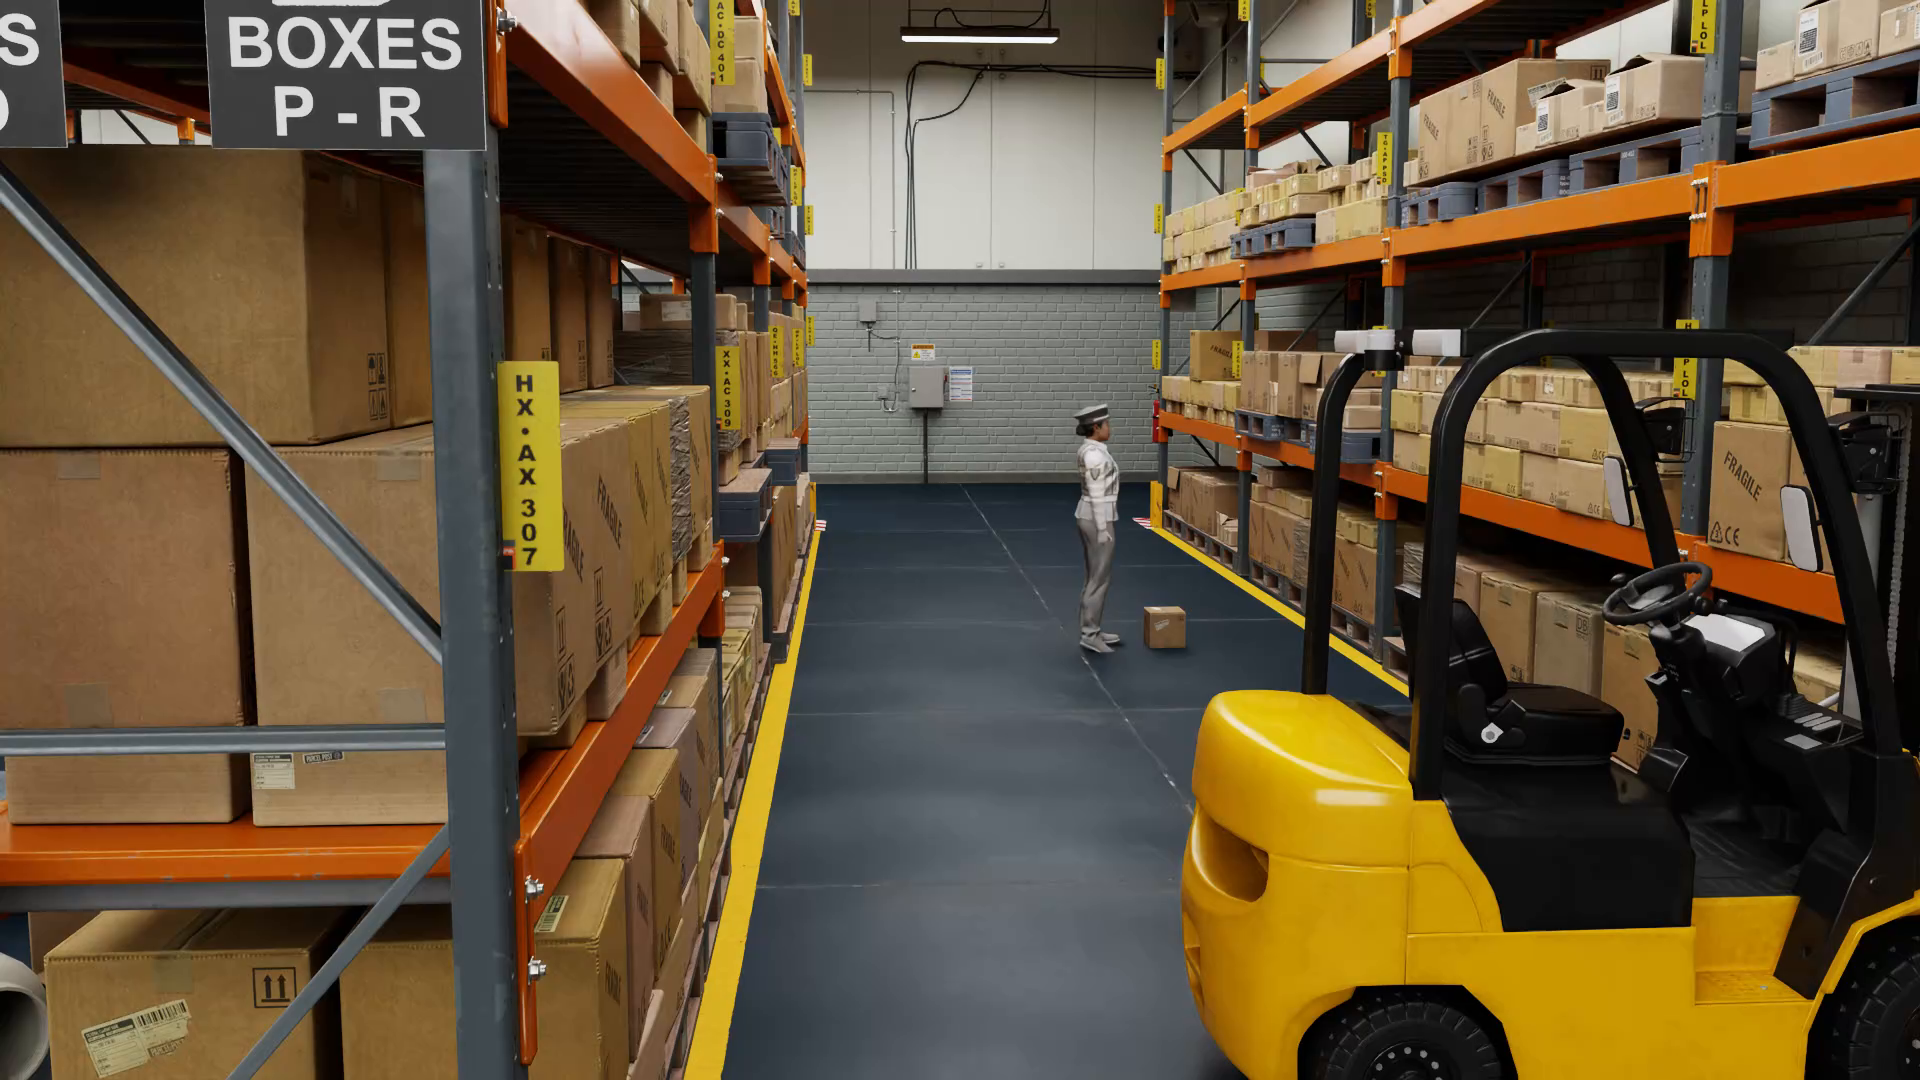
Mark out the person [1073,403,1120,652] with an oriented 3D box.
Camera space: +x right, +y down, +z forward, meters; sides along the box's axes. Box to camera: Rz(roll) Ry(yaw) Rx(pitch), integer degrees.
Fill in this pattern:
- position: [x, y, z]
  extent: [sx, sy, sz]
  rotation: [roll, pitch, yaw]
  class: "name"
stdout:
- position: [0.948, -0.078, 11.474]
  extent: [0.348, 1.732, 0.475]
  rotation: [0, 7, -2]
  class: "person"
